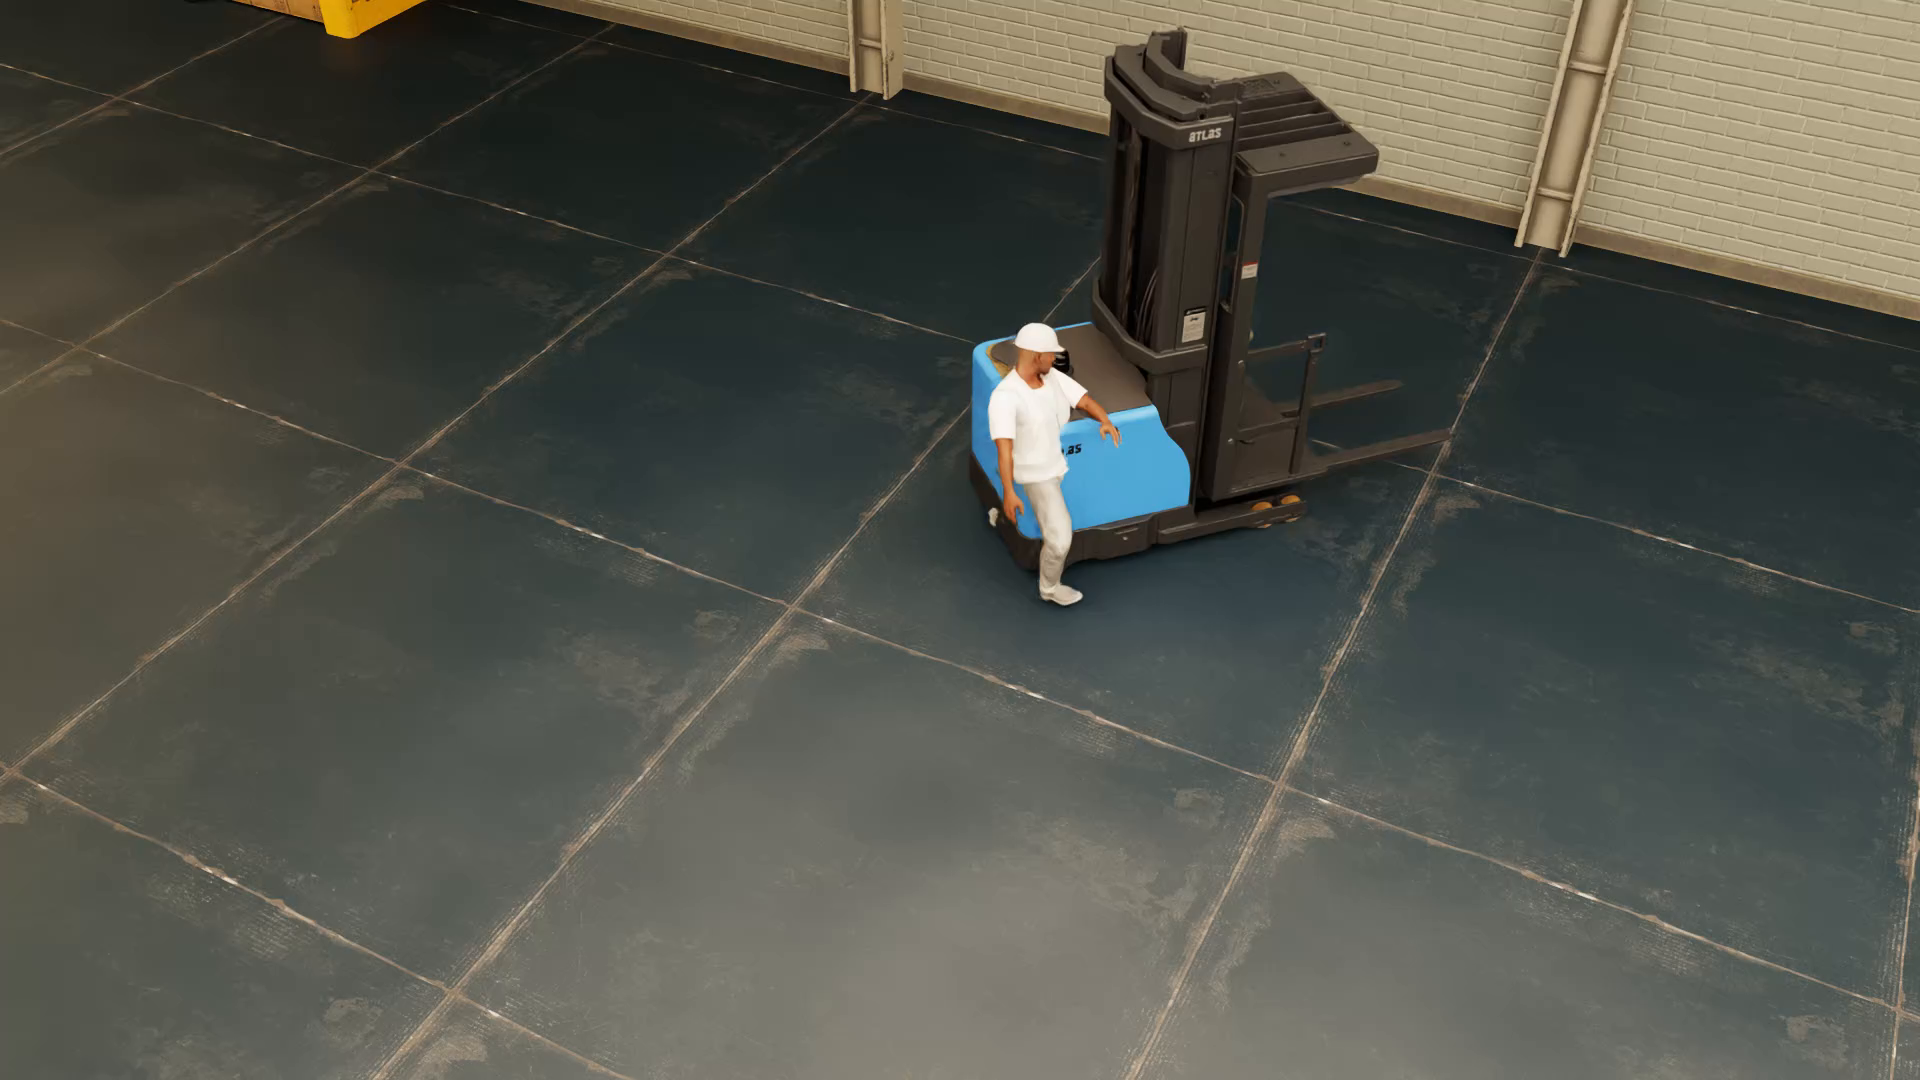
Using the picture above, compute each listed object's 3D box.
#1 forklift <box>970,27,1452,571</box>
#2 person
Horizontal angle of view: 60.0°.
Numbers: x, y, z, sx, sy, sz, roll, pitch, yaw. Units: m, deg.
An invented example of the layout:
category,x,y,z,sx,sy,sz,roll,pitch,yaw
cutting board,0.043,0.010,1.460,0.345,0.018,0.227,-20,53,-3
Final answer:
category,x,y,z,sx,sy,sz,roll,pitch,yaw
forklift,1.636,-1.504,9.772,3.031,2.935,1.130,-13,42,-15
person,0.463,-0.374,9.470,0.884,1.624,0.842,15,42,17
